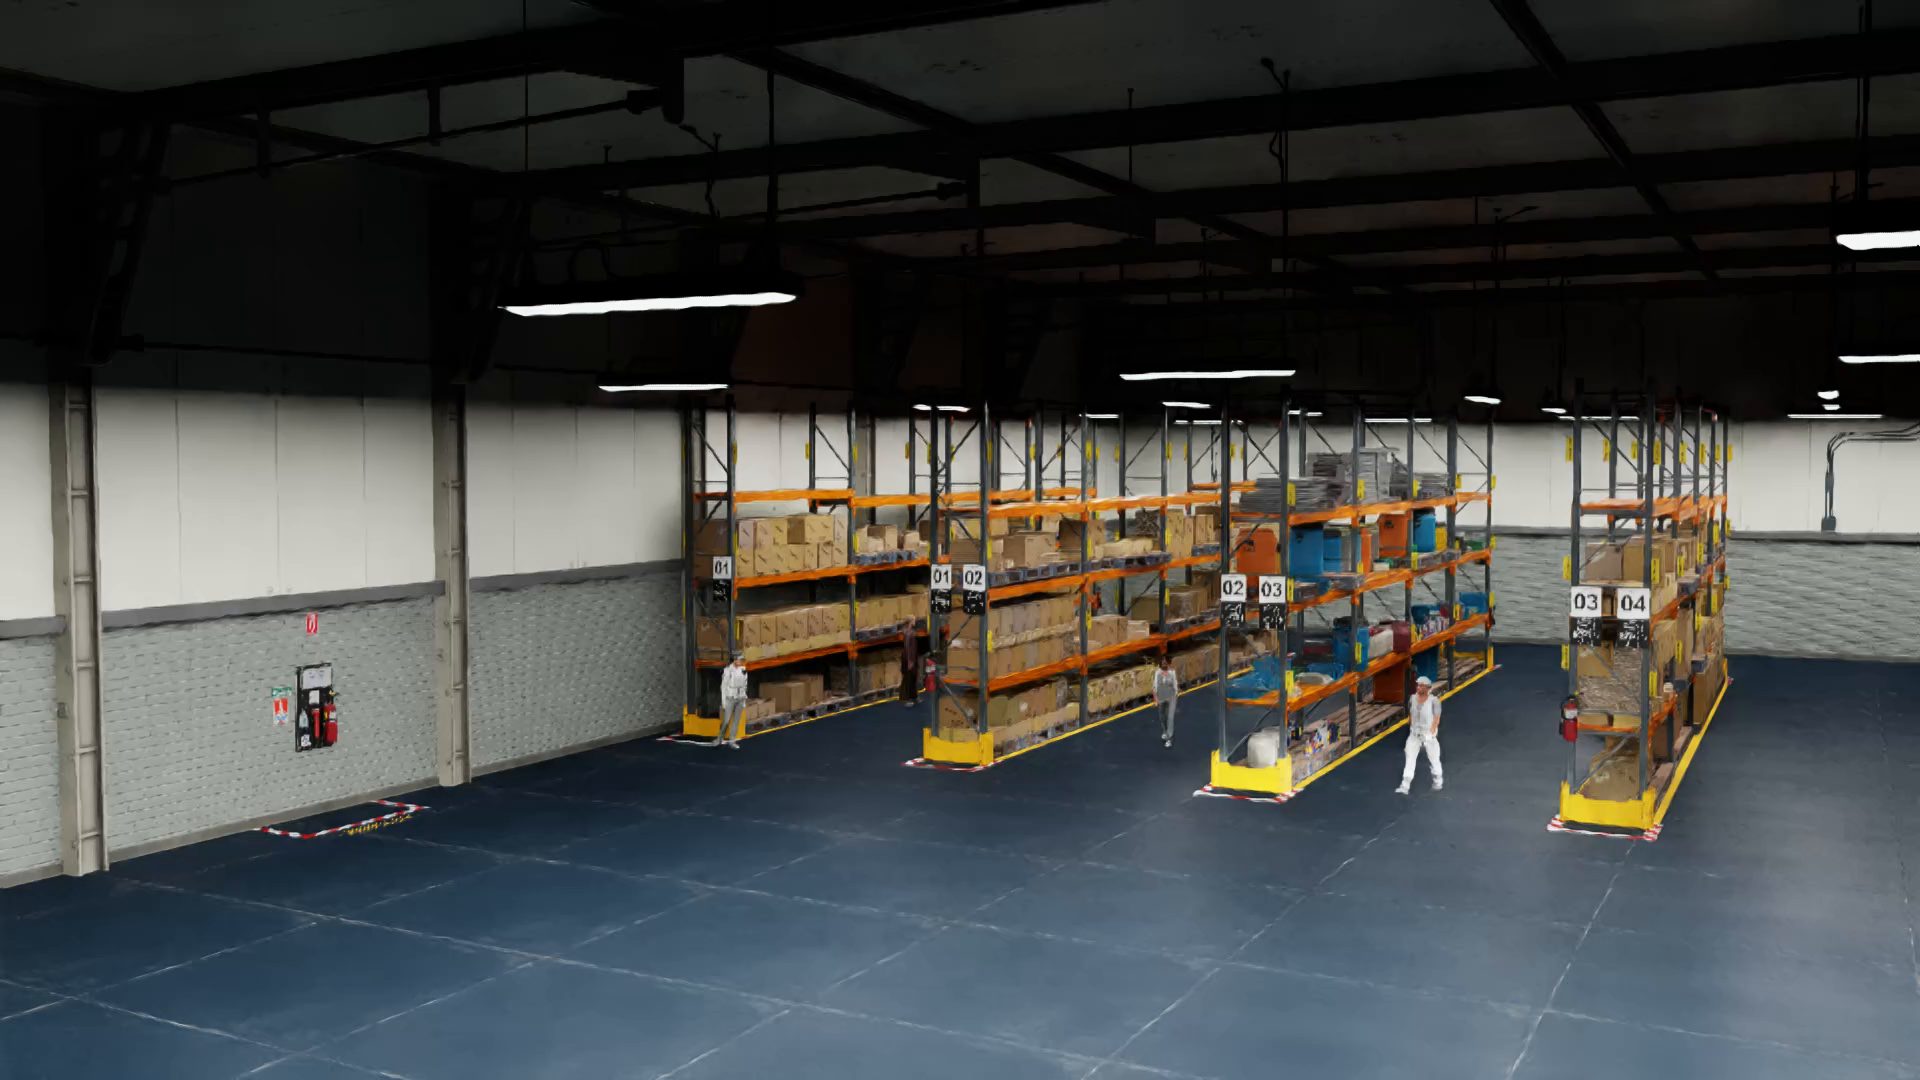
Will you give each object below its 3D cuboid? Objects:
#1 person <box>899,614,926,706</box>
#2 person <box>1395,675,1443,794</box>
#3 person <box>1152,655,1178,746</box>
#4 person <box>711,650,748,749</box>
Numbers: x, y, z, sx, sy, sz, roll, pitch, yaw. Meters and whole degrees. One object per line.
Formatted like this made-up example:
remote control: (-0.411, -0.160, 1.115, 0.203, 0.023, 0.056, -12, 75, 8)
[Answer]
person: (-0.941, 2.362, 32.862, 0.522, 1.790, 0.653, 0, 3, 4)
person: (6.779, 2.842, 24.350, 0.534, 1.726, 1.038, 2, 4, 37)
person: (3.514, 2.730, 28.471, 0.411, 1.519, 0.957, 1, 3, 19)
person: (-3.866, 2.686, 28.037, 0.642, 1.659, 0.454, -2, 4, -35)
